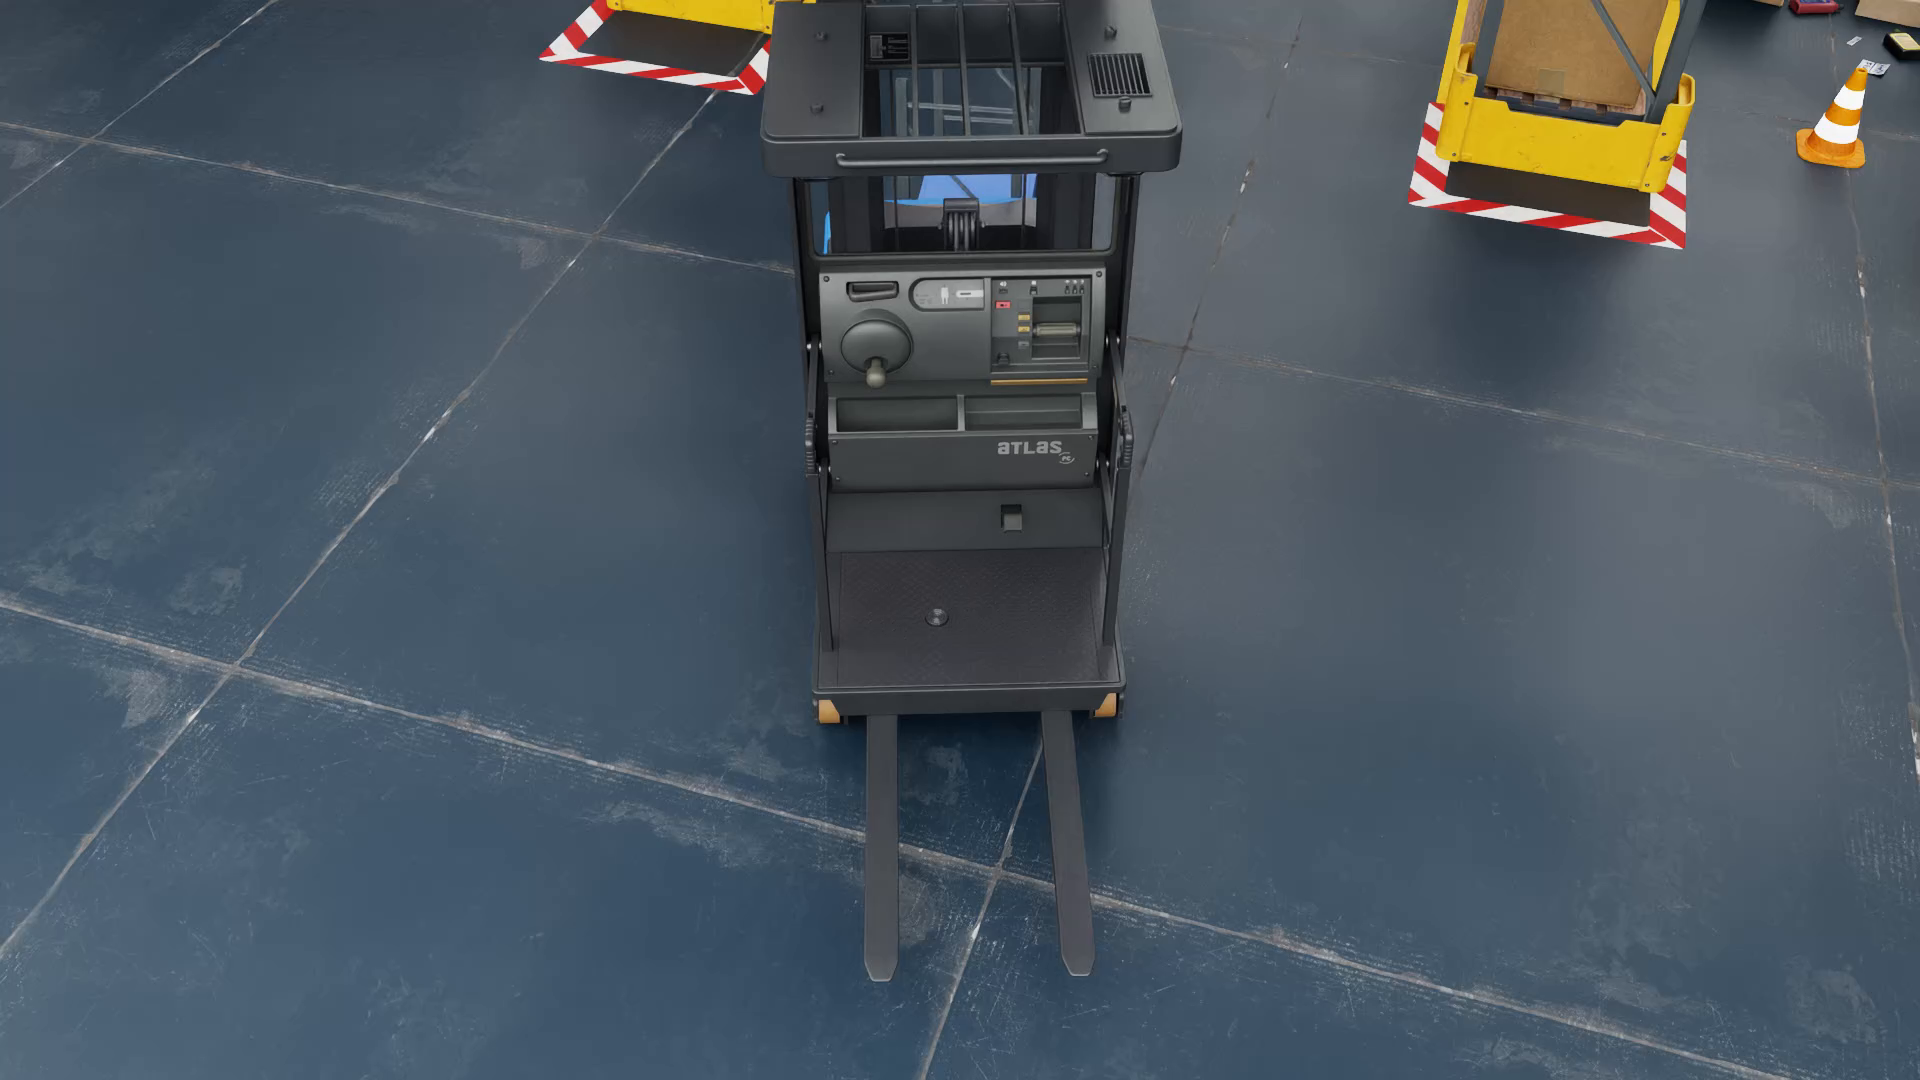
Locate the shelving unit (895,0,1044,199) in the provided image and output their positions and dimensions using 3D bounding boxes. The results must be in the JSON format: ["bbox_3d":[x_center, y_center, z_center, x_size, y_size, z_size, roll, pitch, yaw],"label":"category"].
[{"bbox_3d":[0.065,-1.577,7.289,0.538,1.500,1.048,5,45,5],"label":"shelving unit"}]

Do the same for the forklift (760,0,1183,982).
[{"bbox_3d":[8.096,-4.363,9.113,17.602,2.935,13.267,-1,44,-1],"label":"forklift"}]

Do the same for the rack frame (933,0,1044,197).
[{"bbox_3d":[0.130,-1.930,7.650,0.500,1.500,0.032,5,45,5],"label":"rack frame"}]

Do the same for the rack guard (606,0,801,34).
[{"bbox_3d":[-1.543,-3.380,9.847,1.175,0.500,0.348,13,46,13],"label":"rack guard"}]

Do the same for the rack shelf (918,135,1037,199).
[{"bbox_3d":[0.065,-1.449,7.415,0.538,0.185,1.000,5,45,5],"label":"rack shelf"}]

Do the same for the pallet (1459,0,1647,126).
[{"bbox_3d":[3.298,-2.658,9.315,1.003,0.211,1.213,13,46,13],"label":"pallet"}]

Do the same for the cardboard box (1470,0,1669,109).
[{"bbox_3d":[3.273,-2.962,8.851,0.875,0.875,0.875,13,46,13],"label":"cardboard box"}]

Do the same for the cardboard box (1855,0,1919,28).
[{"bbox_3d":[5.577,-3.258,9.890,0.396,0.266,0.258,20,48,19],"label":"cardboard box"}]

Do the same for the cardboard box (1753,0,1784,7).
[{"bbox_3d":[4.850,-3.627,10.097,0.500,0.500,0.500,20,48,19],"label":"cardboard box"}]

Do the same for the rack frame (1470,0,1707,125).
[{"bbox_3d":[3.131,-3.105,7.778,1.000,3.000,0.127,13,46,13],"label":"rack frame"}]

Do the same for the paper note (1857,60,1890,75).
[{"bbox_3d":[5.211,-2.701,9.490,0.144,0.017,0.142,28,51,26],"label":"paper note"}]

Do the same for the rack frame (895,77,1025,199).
[{"bbox_3d":[0.001,-1.225,6.929,0.500,1.500,0.032,5,45,5],"label":"rack frame"}]

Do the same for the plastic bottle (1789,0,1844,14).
[{"bbox_3d":[5.153,-3.219,9.996,0.283,0.061,0.133,-2,44,-2],"label":"plastic bottle"}]
